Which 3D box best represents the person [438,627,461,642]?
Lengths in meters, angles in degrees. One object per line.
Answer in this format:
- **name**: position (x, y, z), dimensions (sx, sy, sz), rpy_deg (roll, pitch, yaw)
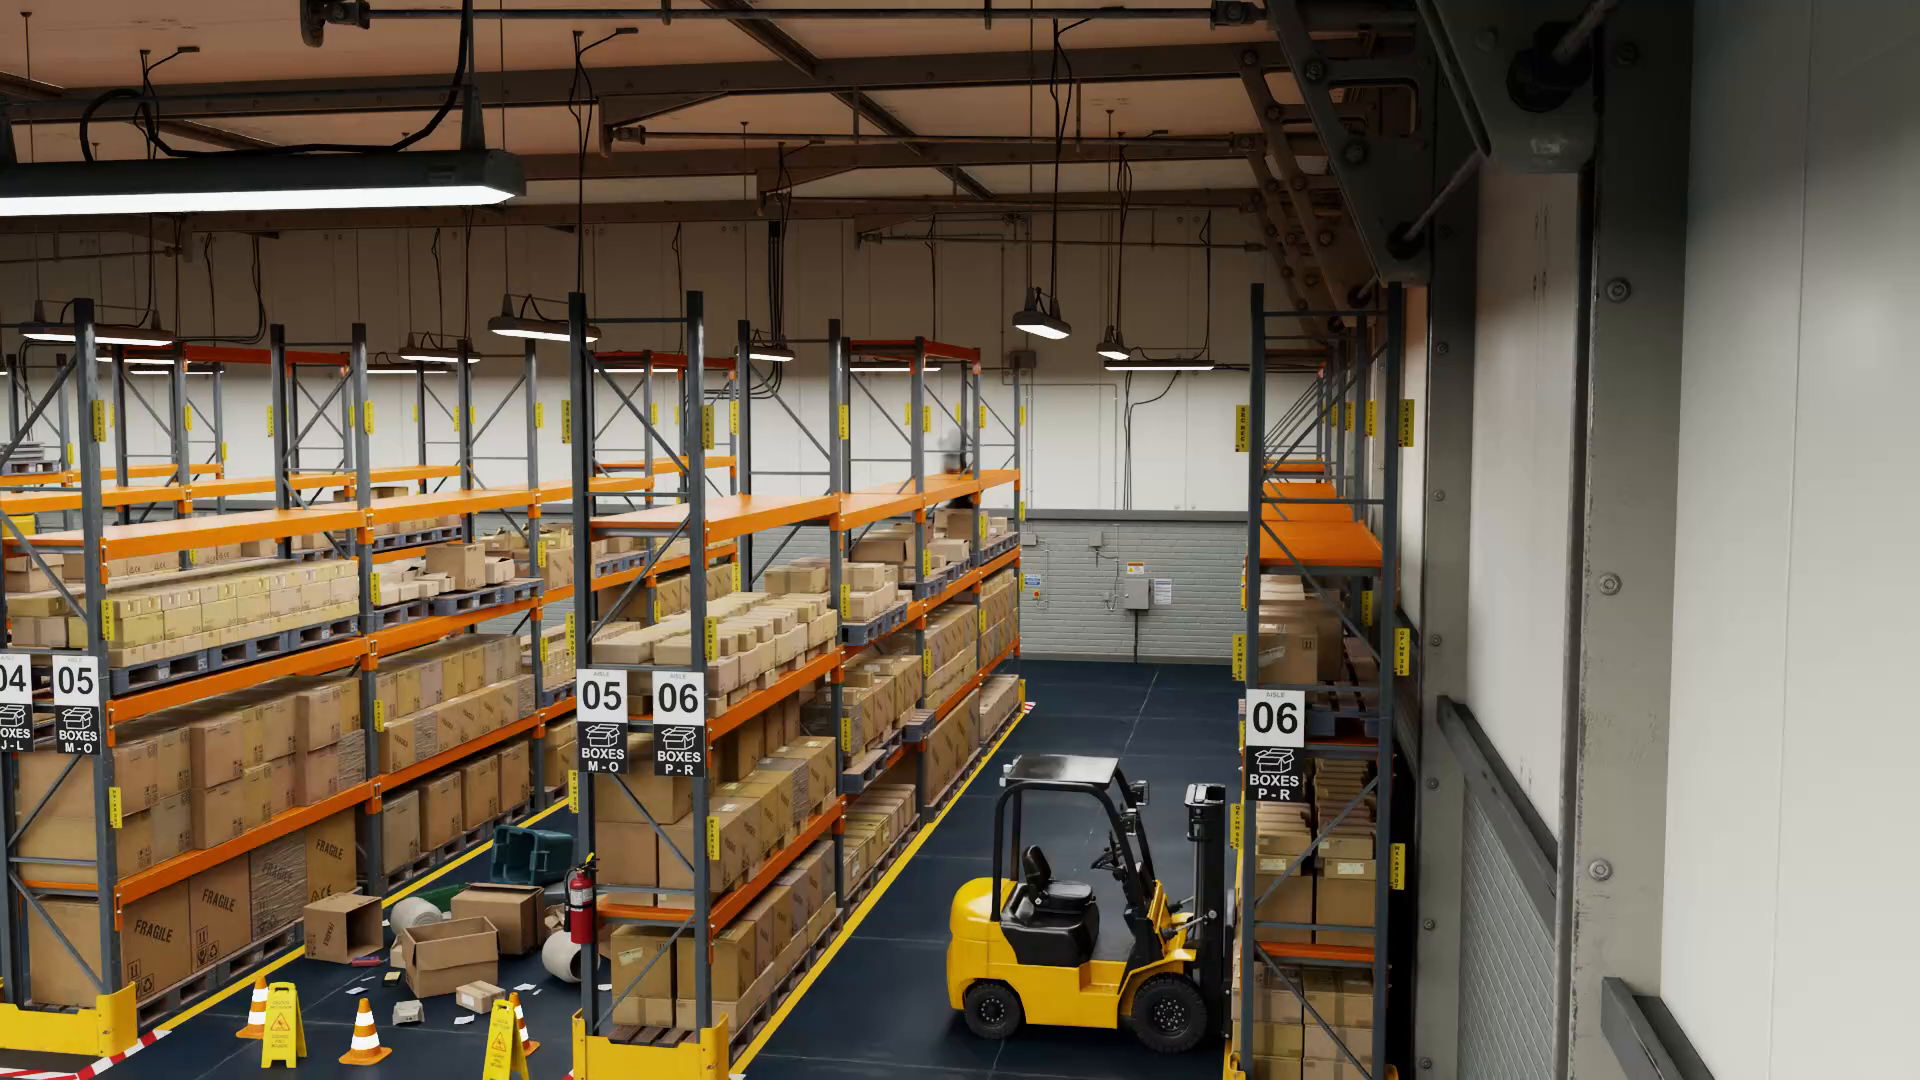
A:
- **person**: position (-8.145, 2.143, 26.745), dimensions (0.654, 1.778, 0.836), rpy_deg (0, 5, 4)
